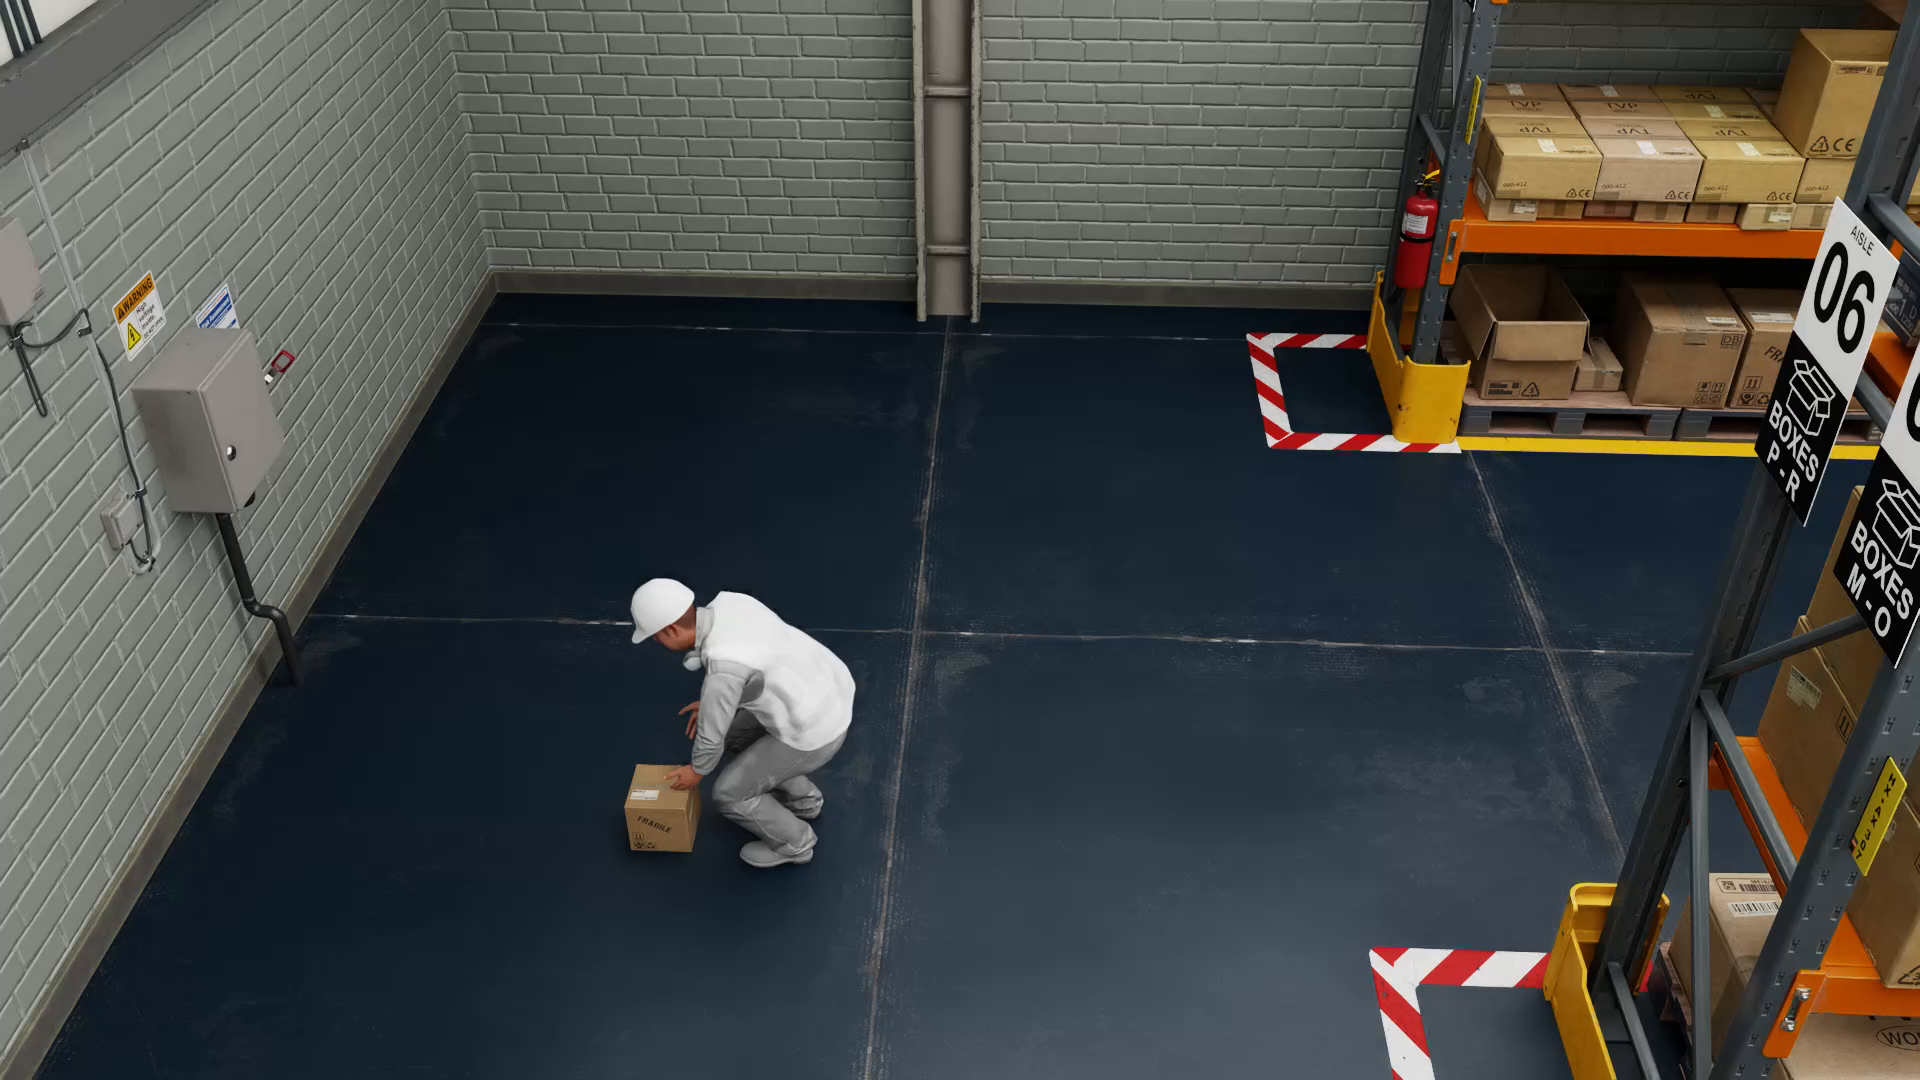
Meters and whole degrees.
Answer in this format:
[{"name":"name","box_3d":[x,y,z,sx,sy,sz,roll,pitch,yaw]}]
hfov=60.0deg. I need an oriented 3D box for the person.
[{"name":"person","box_3d":[-0.821,0.702,6.495,0.812,1.329,0.587,1,35,2]}]
